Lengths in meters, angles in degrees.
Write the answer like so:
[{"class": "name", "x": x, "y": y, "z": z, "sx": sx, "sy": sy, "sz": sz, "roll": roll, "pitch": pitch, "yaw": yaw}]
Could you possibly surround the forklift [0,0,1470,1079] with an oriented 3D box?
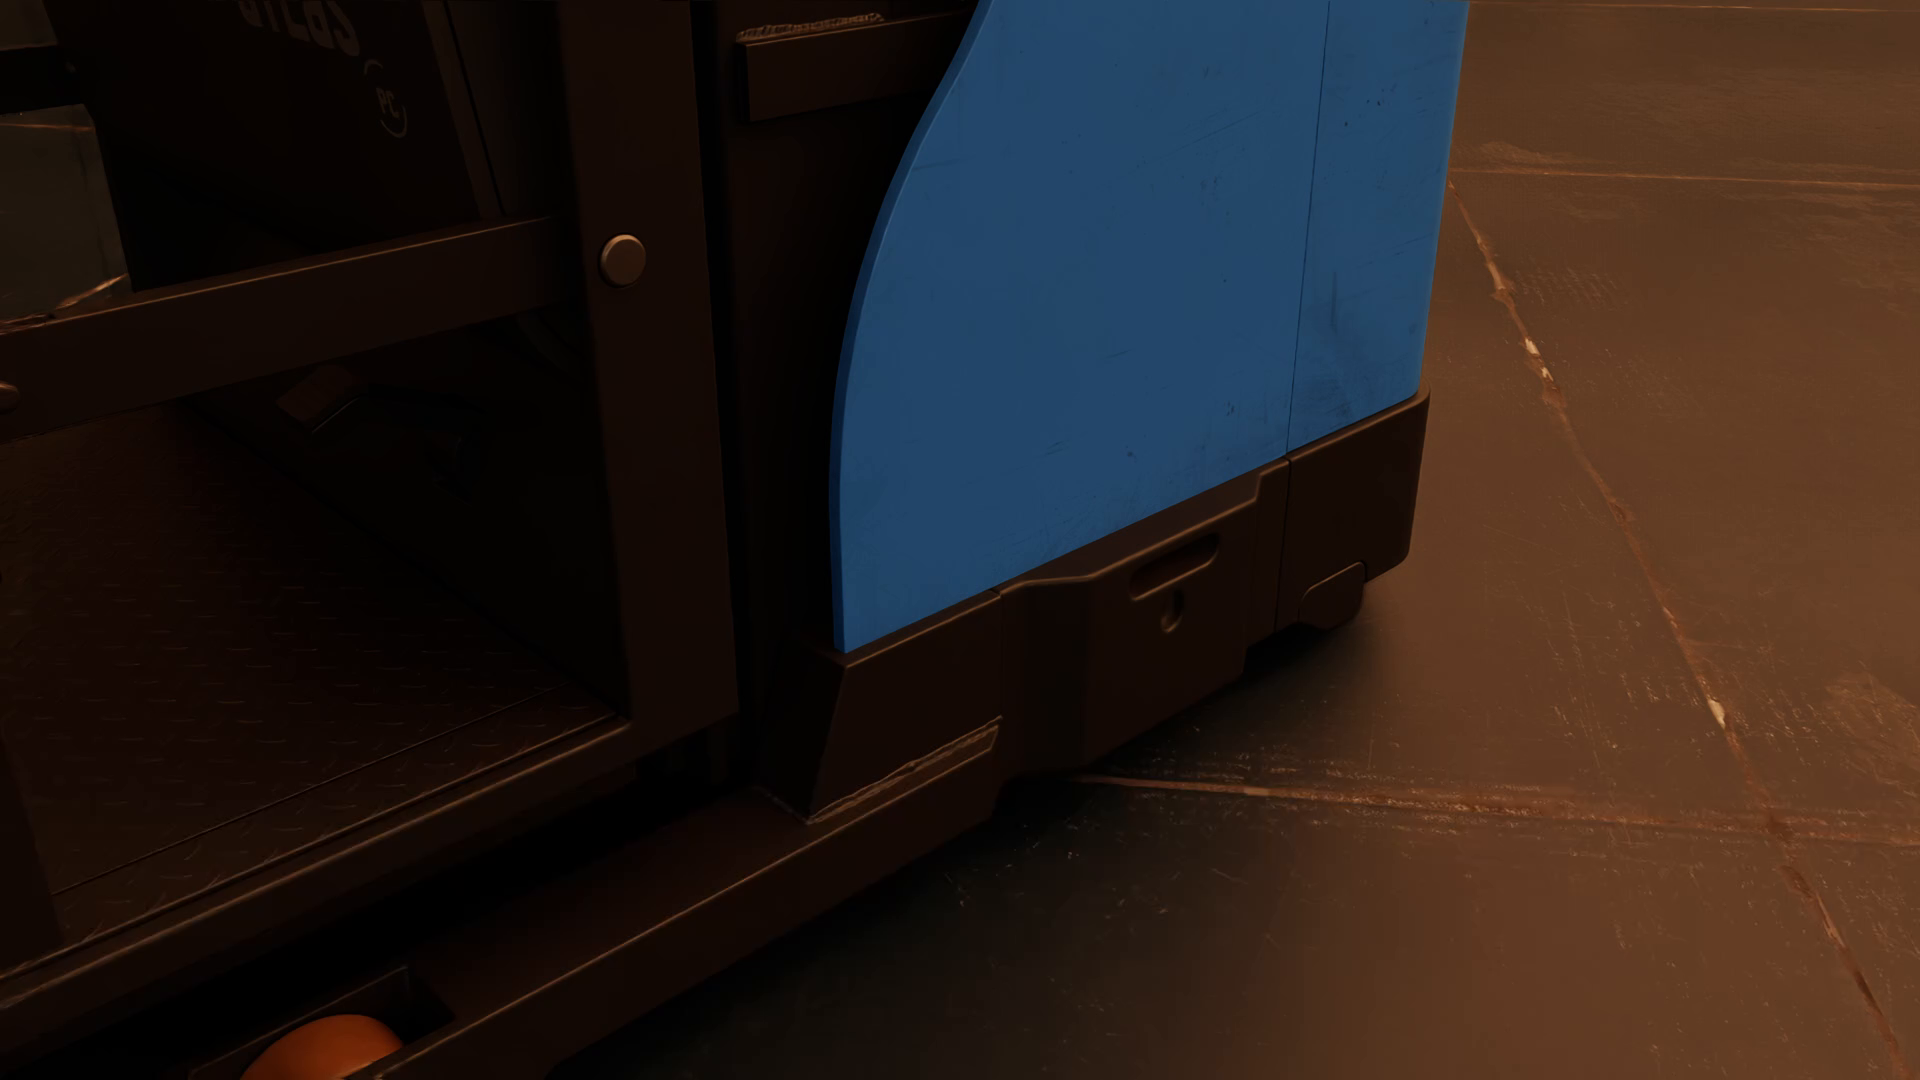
[{"class": "forklift", "x": -0.790, "y": -0.951, "z": 1.123, "sx": 3.031, "sy": 2.935, "sz": 1.130, "roll": -23, "pitch": 34, "yaw": -38}]
